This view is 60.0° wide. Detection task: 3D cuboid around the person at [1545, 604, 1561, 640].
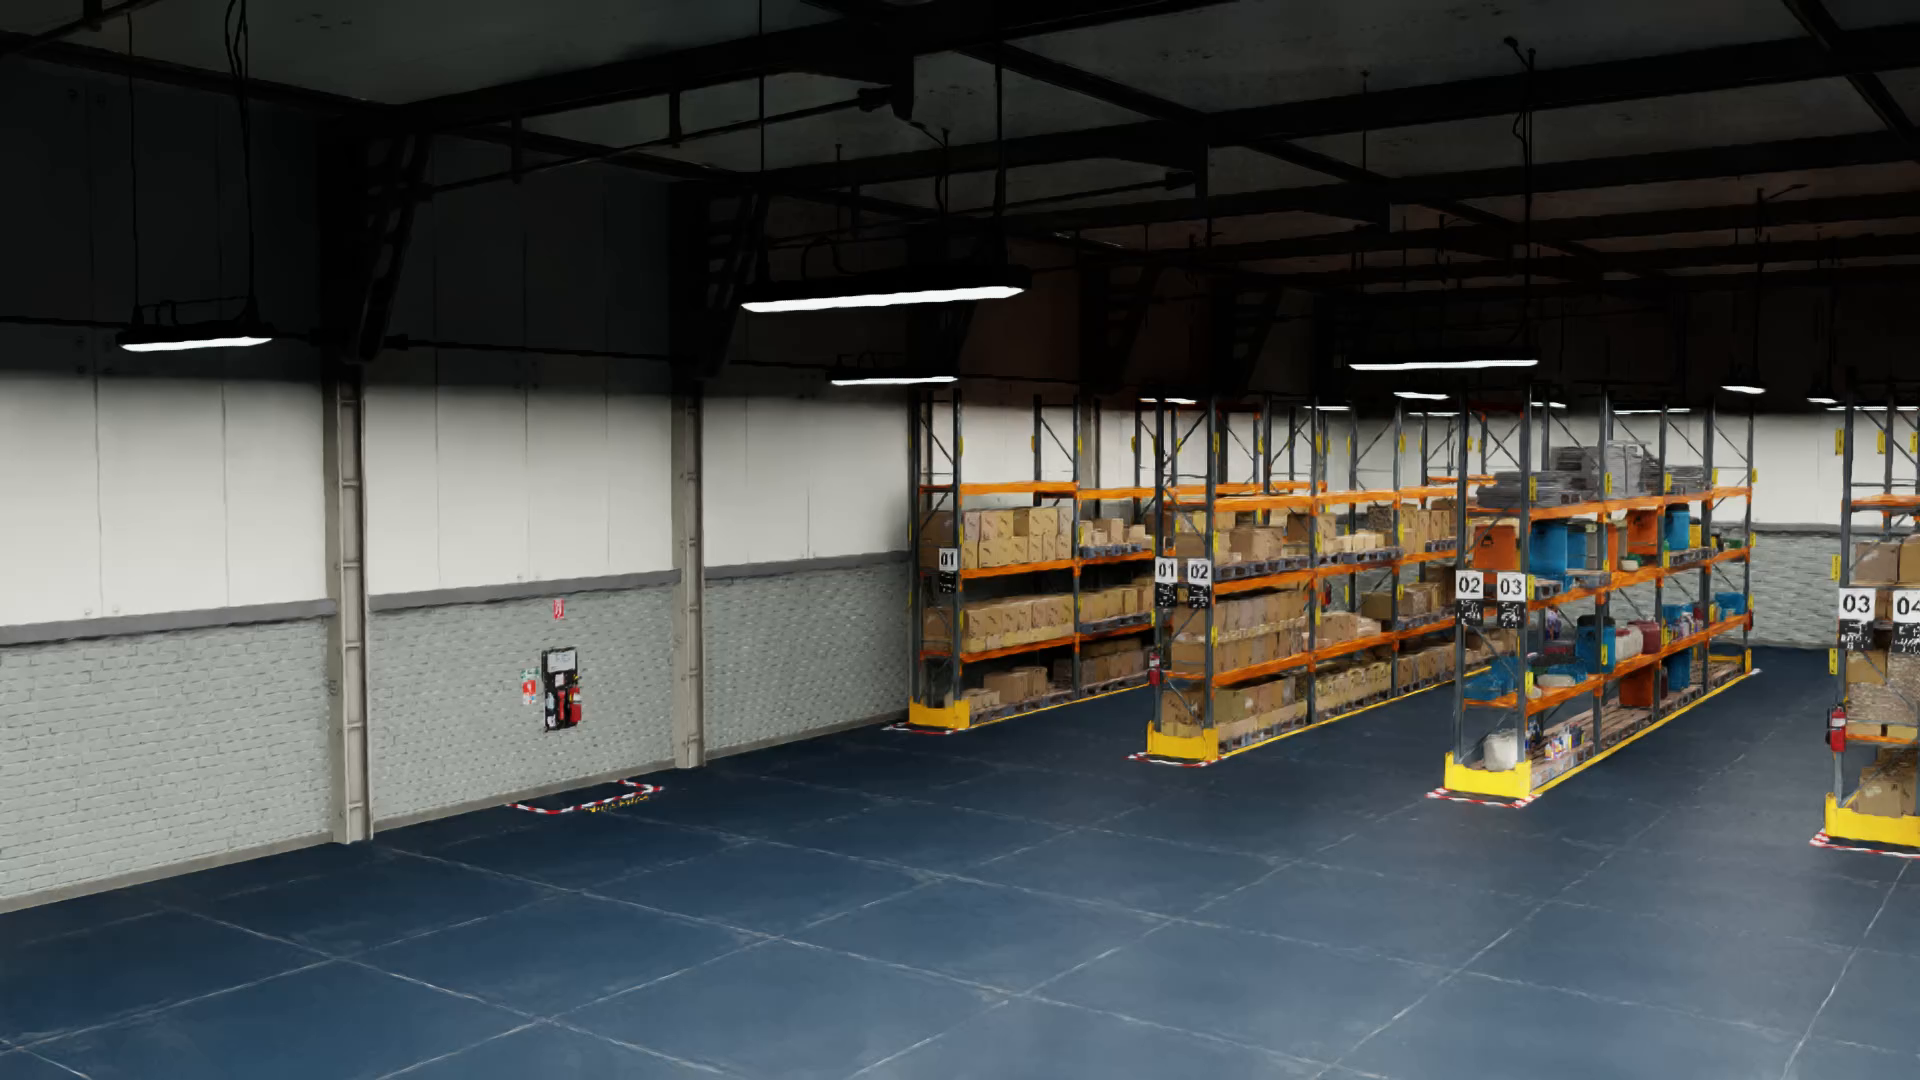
[{"bbox_3d":[12.776,2.127,35.787,0.447,1.657,0.578,1,3,17],"label":"person"}]
